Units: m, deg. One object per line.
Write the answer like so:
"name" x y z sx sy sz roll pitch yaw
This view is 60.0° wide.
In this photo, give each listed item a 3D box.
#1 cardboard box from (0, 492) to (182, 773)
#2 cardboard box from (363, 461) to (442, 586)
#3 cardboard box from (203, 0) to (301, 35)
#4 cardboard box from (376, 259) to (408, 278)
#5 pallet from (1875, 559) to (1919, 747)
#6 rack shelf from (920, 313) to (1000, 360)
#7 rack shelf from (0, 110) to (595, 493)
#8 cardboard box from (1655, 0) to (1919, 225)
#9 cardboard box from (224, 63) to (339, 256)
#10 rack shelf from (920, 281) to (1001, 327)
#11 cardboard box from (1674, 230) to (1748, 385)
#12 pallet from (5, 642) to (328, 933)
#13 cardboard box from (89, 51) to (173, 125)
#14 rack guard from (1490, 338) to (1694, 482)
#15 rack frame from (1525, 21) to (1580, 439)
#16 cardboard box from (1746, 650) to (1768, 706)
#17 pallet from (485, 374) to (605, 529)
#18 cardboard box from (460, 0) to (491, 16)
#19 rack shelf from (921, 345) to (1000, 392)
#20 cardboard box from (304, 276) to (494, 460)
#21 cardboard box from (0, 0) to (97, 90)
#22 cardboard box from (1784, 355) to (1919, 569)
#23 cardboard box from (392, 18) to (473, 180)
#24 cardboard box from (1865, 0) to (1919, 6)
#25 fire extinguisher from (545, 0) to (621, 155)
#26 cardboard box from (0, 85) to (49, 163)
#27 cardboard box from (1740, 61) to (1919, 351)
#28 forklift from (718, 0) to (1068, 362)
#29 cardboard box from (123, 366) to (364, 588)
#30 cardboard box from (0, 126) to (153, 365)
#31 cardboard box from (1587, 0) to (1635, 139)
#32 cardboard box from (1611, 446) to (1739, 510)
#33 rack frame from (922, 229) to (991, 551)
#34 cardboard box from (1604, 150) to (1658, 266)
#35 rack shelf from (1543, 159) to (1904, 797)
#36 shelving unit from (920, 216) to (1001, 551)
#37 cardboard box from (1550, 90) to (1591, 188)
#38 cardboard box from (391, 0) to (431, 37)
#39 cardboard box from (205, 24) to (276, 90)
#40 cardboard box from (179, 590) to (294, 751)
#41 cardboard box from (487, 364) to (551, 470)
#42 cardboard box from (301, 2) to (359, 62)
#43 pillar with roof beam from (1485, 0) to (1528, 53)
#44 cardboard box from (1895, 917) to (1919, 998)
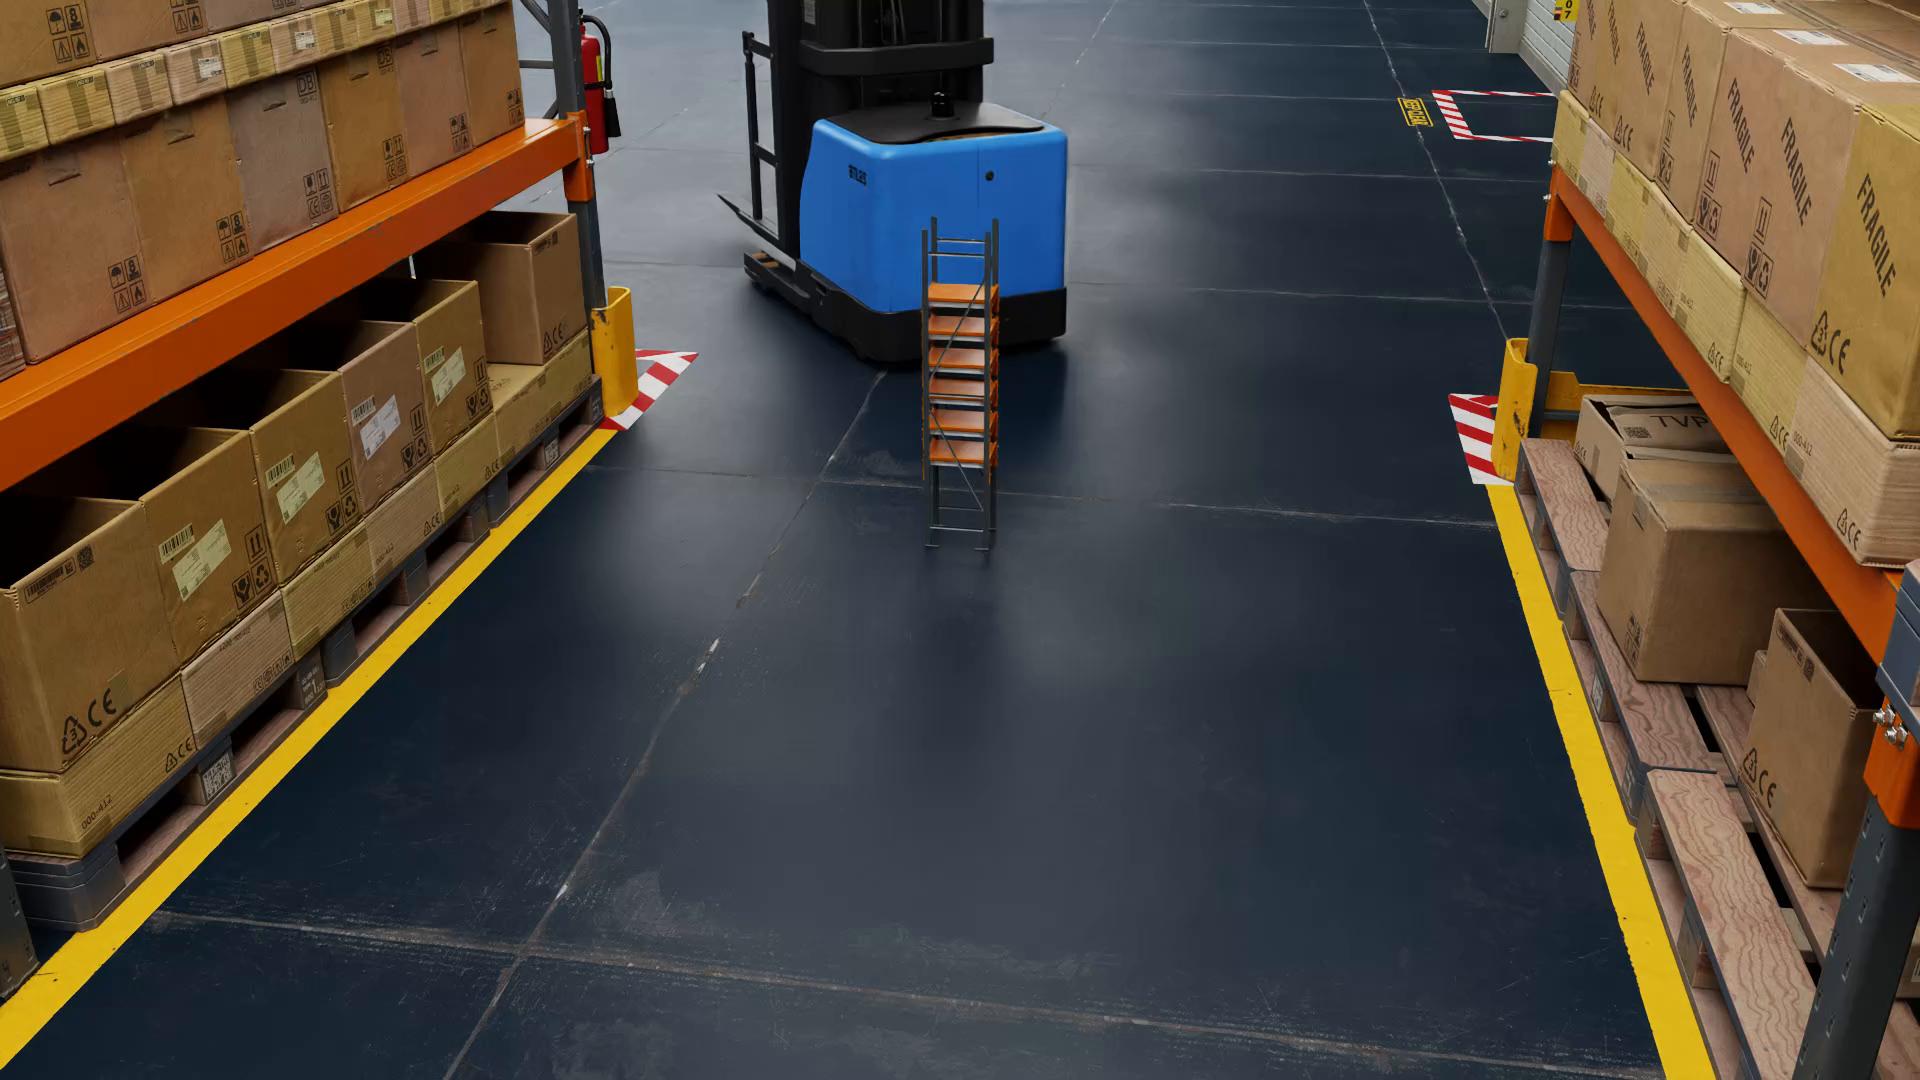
"cardboard box" -2.348 0.213 4.121 0.500 0.500 0.500 4 25 9
"cardboard box" -2.108 -0.075 5.621 0.500 0.250 0.500 4 25 9
"cardboard box" -2.420 -1.779 4.864 0.700 0.500 0.500 4 25 9
"cardboard box" -2.466 -0.870 6.433 0.500 0.500 0.500 4 25 9
"pallet" 1.887 0.408 2.067 1.003 0.211 1.213 4 25 9
"rack shelf" 0.002 -0.727 5.926 0.258 0.103 0.180 4 25 9
"rack shelf" -2.406 -0.841 5.357 1.077 0.370 4.000 4 25 9
"cardboard box" 2.181 -1.125 4.384 0.500 0.500 0.500 5 26 10
"cardboard box" -2.418 -1.207 5.172 0.700 0.500 0.500 5 26 10
"rack shelf" 0.002 -0.835 5.875 0.258 0.103 0.180 4 25 9
"cardboard box" 2.090 -0.568 4.079 0.500 0.250 0.500 4 25 8
"pallet" -2.561 0.603 4.713 1.003 0.211 1.213 4 25 9
"cardboard box" -2.332 -1.196 4.383 0.380 0.149 0.250 3 25 7
"rack guard" 2.797 -0.498 6.724 1.175 0.500 0.348 4 25 9
"rack frame" 2.809 -1.662 6.262 1.000 3.000 0.127 4 25 9
"cardboard box" 2.436 0.436 4.625 0.380 0.149 0.250 2 25 4
"pallet" -2.162 -0.418 6.893 1.003 0.211 1.213 4 25 9
"cardboard box" -1.995 -2.060 6.229 0.380 0.149 0.250 5 25 10
"rack shelf" 0.002 -0.618 5.977 0.258 0.103 0.180 4 25 9
"cardboard box" -2.022 -0.624 5.908 0.500 0.500 0.500 4 25 9
"cardboard box" -2.585 -1.361 3.970 0.700 0.500 0.500 4 25 8
"cardboard box" 1.934 -0.149 3.183 0.500 0.250 0.500 4 25 9
"cardboard box" -2.249 -1.634 6.085 0.700 0.500 0.500 5 25 10
"cardboard box" 2.769 -1.304 4.767 0.500 0.500 0.500 3 25 7
"fire extinguisher" -1.601 -1.986 7.045 0.296 0.674 0.183 4 25 9
"cardboard box" -2.416 -0.982 3.926 0.380 0.149 0.250 3 25 7
"cardboard box" 2.003 -0.698 3.471 0.500 0.500 0.500 4 25 8
"forklift" -0.557 -2.767 8.705 1.130 2.935 3.031 -11 27 -23
"cardboard box" -2.184 -0.205 5.014 0.500 0.500 0.500 4 25 9
"cardboard box" -2.586 -0.783 4.266 0.700 0.500 0.500 4 25 8
"cardboard box" 2.344 -1.558 5.308 0.500 0.500 0.500 4 25 9
"cardboard box" 2.514 -0.122 5.624 0.500 0.311 0.500 6 26 13
"rack frame" -0.013 -0.511 5.927 0.240 1.200 0.006 4 25 9
"cardboard box" 2.256 -0.990 4.980 0.500 0.250 0.500 4 25 8
"rack shelf" 2.482 -0.499 4.627 1.077 0.370 4.000 4 25 9
"shelving unit" 0.002 -0.549 6.009 0.258 1.200 0.189 4 25 9
"cardboard box" 2.416 -1.421 5.900 0.500 0.250 0.500 3 25 7
"cardboard box" -2.080 -1.848 5.776 0.380 0.149 0.250 4 25 9
"cardboard box" -2.248 -1.417 4.855 0.380 0.149 0.250 4 25 8
"cardboard box" -2.271 0.343 4.727 0.500 0.250 0.500 4 25 9
"cardboard box" -1.945 -0.494 6.514 0.500 0.250 0.500 4 25 9
"cardboard box" -2.163 -1.628 5.306 0.380 0.149 0.250 5 25 10
"pillar with roof beam" 1.262 -9.343 15.596 9.100 9.000 0.400 4 25 9
"cardboard box" 2.213 0.869 3.678 0.380 0.166 0.250 1 25 2
